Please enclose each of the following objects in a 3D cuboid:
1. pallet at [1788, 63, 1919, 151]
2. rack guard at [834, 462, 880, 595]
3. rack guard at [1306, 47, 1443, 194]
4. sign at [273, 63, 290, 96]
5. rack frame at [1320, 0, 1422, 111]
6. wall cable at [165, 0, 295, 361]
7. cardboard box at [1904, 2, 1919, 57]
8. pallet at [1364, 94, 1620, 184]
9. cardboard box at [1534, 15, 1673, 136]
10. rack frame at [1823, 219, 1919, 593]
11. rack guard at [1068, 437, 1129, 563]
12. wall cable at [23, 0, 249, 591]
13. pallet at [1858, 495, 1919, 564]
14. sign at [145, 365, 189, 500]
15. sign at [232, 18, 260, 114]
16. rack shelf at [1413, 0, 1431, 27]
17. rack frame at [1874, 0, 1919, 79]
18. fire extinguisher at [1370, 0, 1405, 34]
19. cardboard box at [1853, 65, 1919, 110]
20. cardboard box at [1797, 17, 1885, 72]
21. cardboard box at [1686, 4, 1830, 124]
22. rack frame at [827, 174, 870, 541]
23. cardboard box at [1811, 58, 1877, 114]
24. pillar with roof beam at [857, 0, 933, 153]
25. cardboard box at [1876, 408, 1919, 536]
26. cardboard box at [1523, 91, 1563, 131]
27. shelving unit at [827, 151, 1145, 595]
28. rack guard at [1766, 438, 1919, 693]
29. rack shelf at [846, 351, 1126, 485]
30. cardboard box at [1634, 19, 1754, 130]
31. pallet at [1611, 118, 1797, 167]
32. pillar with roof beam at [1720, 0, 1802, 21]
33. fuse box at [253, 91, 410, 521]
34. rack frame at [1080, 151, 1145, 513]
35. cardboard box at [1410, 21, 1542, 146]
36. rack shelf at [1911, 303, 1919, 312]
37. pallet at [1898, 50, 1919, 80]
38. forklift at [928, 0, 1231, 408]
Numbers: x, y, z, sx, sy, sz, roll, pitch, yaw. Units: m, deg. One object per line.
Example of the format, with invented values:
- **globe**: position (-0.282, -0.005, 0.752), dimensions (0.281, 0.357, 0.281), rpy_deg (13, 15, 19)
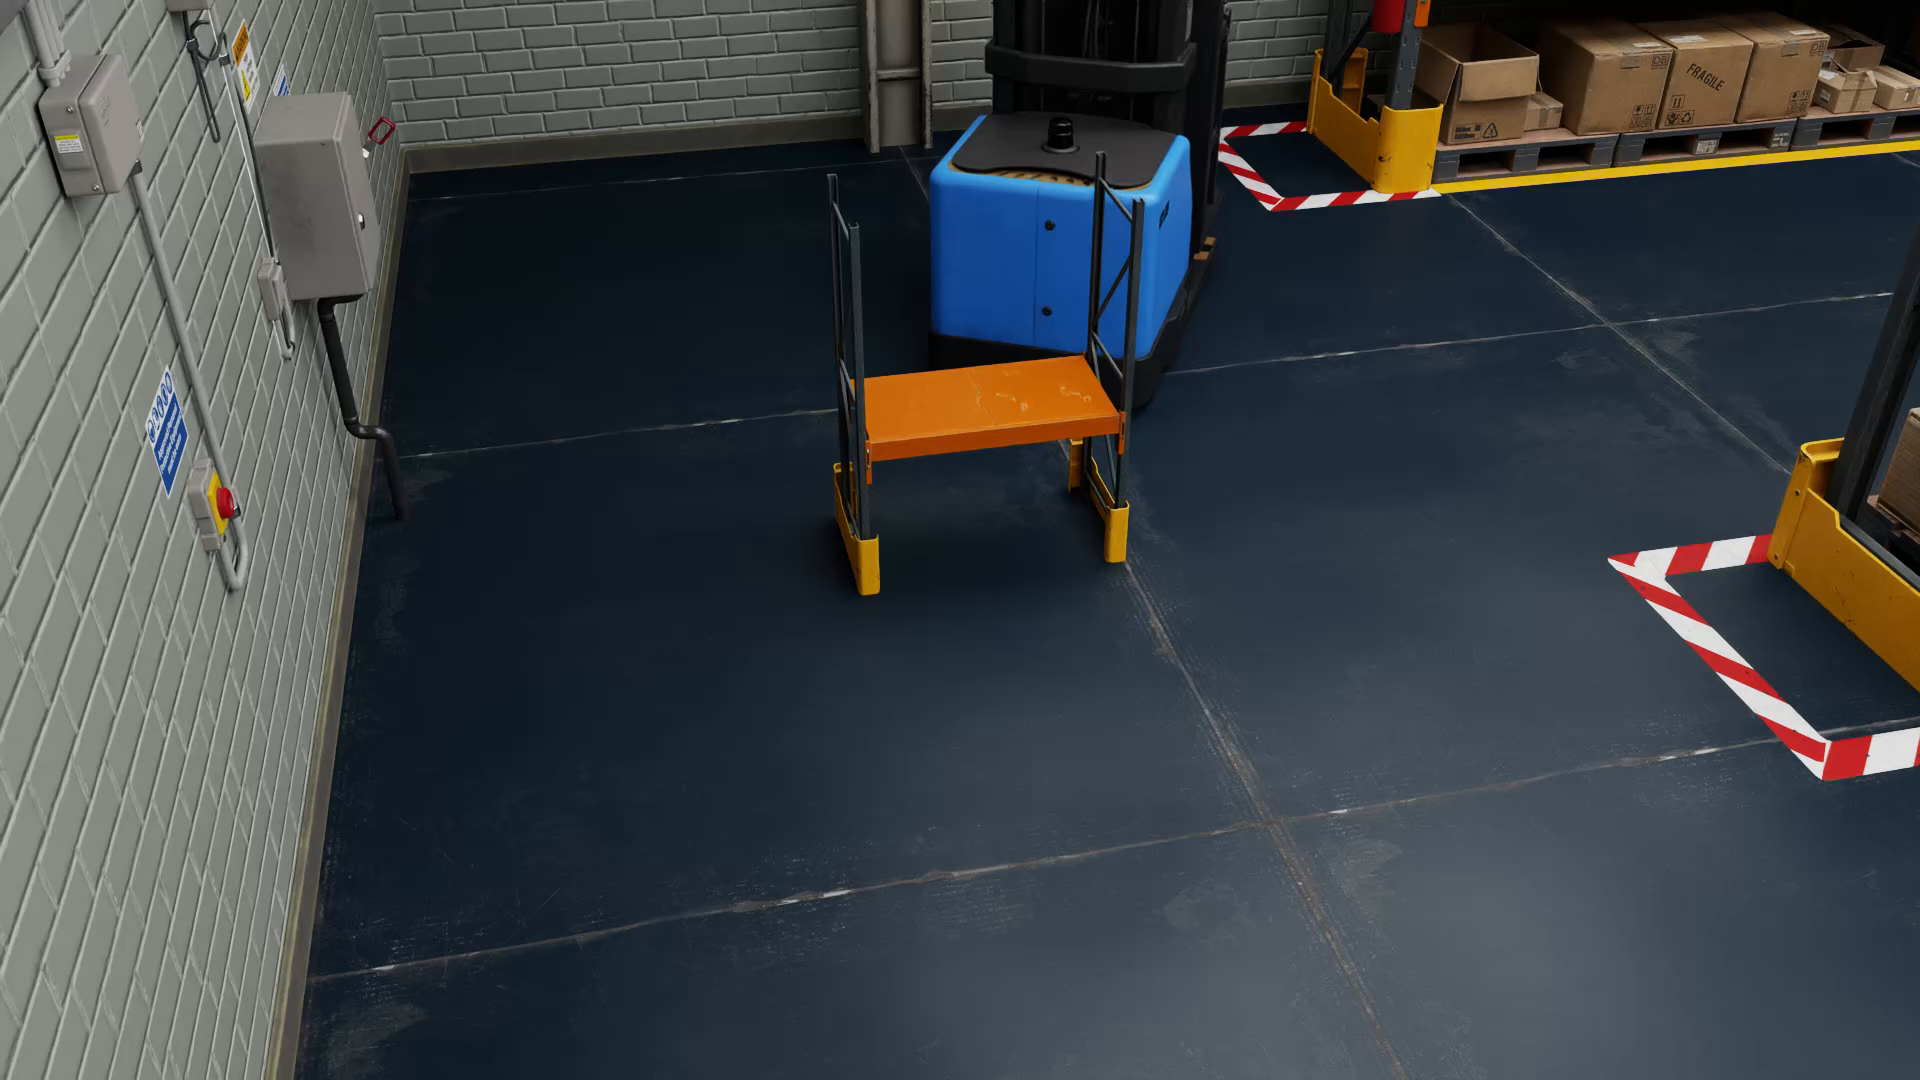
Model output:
- **pallet**: position (5.662, -2.852, 10.810), dimensions (1.213, 0.211, 1.003), rpy_deg (-7, 35, -11)
- **rack guard**: position (-0.411, -0.052, 6.603), dimensions (0.087, 0.250, 0.587), rpy_deg (-7, 35, -11)
- **rack guard**: position (2.505, -2.573, 10.136), dimensions (0.348, 0.500, 1.175), rpy_deg (-7, 35, -11)
- **sign**: position (-2.598, -1.562, 6.471), dimensions (0.001, 0.494, 0.329), rpy_deg (-7, 35, -11)
- **rack frame**: position (2.431, -3.602, 9.425), dimensions (0.127, 3.000, 1.000), rpy_deg (-7, 35, -11)
- **wall cable**: position (-2.290, -1.390, 5.217), dimensions (0.122, 1.984, 0.588), rpy_deg (-7, 35, -11)
- **cardboard box**: position (6.746, -3.451, 11.067), dimensions (0.500, 0.500, 0.500), rpy_deg (-7, 35, -11)
- **pallet**: position (3.282, -2.552, 10.363), dimensions (1.213, 0.211, 1.003), rpy_deg (-7, 35, -11)
- **cardboard box**: position (3.890, -2.846, 10.165), dimensions (0.500, 0.500, 0.700), rpy_deg (-6, 34, -9)
- **rack frame**: position (3.529, -0.904, 5.406), dimensions (0.127, 3.000, 1.000), rpy_deg (-7, 35, -11)
- **rack guard**: position (0.560, -0.174, 6.786), dimensions (0.087, 0.250, 0.587), rpy_deg (-7, 35, -11)
- **wall cable**: position (-1.965, -0.633, 4.062), dimensions (0.123, 1.953, 0.585), rpy_deg (-7, 35, -11)
- **pallet**: position (4.292, 0.113, 6.393), dimensions (1.213, 0.211, 1.003), rpy_deg (-7, 35, -11)
- **sign**: position (-2.014, -0.277, 4.228), dimensions (0.001, 0.218, 0.327), rpy_deg (-7, 35, -11)
- **sign**: position (-2.476, -1.646, 5.769), dimensions (0.001, 0.242, 0.339), rpy_deg (-7, 35, -11)
- **rack shelf**: position (4.381, -3.549, 9.992), dimensions (4.000, 0.370, 1.077), rpy_deg (-7, 35, -11)
- **rack frame**: position (6.332, -4.093, 10.158), dimensions (0.127, 3.000, 1.000), rpy_deg (-7, 35, -11)
- **fire extinguisher**: position (2.389, -3.145, 9.149), dimensions (0.183, 0.674, 0.296), rpy_deg (-7, 35, -11)
- **cardboard box**: position (5.853, -2.856, 10.495), dimensions (0.250, 0.149, 0.380), rpy_deg (-8, 35, -12)
- **cardboard box**: position (5.635, -3.199, 10.861), dimensions (0.500, 0.311, 0.500), rpy_deg (-6, 34, -9)
- **cardboard box**: position (4.903, -2.973, 10.355), dimensions (0.500, 0.500, 0.700), rpy_deg (-8, 35, -12)
- **rack frame**: position (-0.413, -0.571, 6.255), dimensions (0.032, 1.500, 0.500), rpy_deg (-7, 35, -11)
- **cardboard box**: position (5.505, -2.860, 10.397), dimensions (0.258, 0.266, 0.396), rpy_deg (-6, 34, -9)
- **pillar with roof beam**: position (0.552, -3.911, 4.503), dimensions (0.400, 9.000, 9.100), rpy_deg (-7, 35, -11)
- **cardboard box**: position (4.151, -0.150, 6.205), dimensions (0.875, 0.438, 0.875), rpy_deg (-8, 35, -12)
- **cardboard box**: position (3.471, -2.647, 10.184), dimensions (0.250, 0.149, 0.380), rpy_deg (-9, 35, -12)
- **shelving unit**: position (0.074, -0.632, 6.346), dimensions (1.083, 1.500, 0.587), rpy_deg (-7, 35, -11)
- **rack guard**: position (3.506, 0.136, 6.098), dimensions (0.348, 0.500, 1.175), rpy_deg (-7, 35, -11)
- **rack shelf**: position (0.083, -0.484, 6.448), dimensions (1.000, 0.185, 0.538), rpy_deg (-7, 35, -11)
- **cardboard box**: position (4.428, -2.856, 10.181), dimensions (0.500, 0.500, 0.500), rpy_deg (-7, 34, -10)
- **pallet**: position (4.470, -2.700, 10.584), dimensions (1.213, 0.211, 1.003), rpy_deg (-7, 35, -11)
- **pillar with roof beam**: position (6.404, -4.649, 5.602), dimensions (0.400, 9.000, 9.100), rpy_deg (-7, 35, -11)
- **fuse box**: position (-2.287, -0.823, 6.441), dimensions (0.414, 1.711, 0.539), rpy_deg (-7, 35, -11)
- **rack frame**: position (0.579, -0.696, 6.441), dimensions (0.032, 1.500, 0.500), rpy_deg (-7, 35, -11)
- **cardboard box**: position (3.048, -2.763, 10.039), dimensions (0.637, 0.503, 0.797), rpy_deg (-9, 35, -12)
- **rack shelf**: position (5.480, -0.852, 5.973), dimensions (4.000, 0.370, 1.077), rpy_deg (-7, 35, -11)
- **pallet**: position (7.117, -3.056, 11.115), dimensions (1.213, 0.211, 1.003), rpy_deg (-7, 35, -11)
- **forklift**: position (0.766, -2.629, 8.037), dimensions (1.130, 2.935, 3.031), rpy_deg (10, 35, 14)
